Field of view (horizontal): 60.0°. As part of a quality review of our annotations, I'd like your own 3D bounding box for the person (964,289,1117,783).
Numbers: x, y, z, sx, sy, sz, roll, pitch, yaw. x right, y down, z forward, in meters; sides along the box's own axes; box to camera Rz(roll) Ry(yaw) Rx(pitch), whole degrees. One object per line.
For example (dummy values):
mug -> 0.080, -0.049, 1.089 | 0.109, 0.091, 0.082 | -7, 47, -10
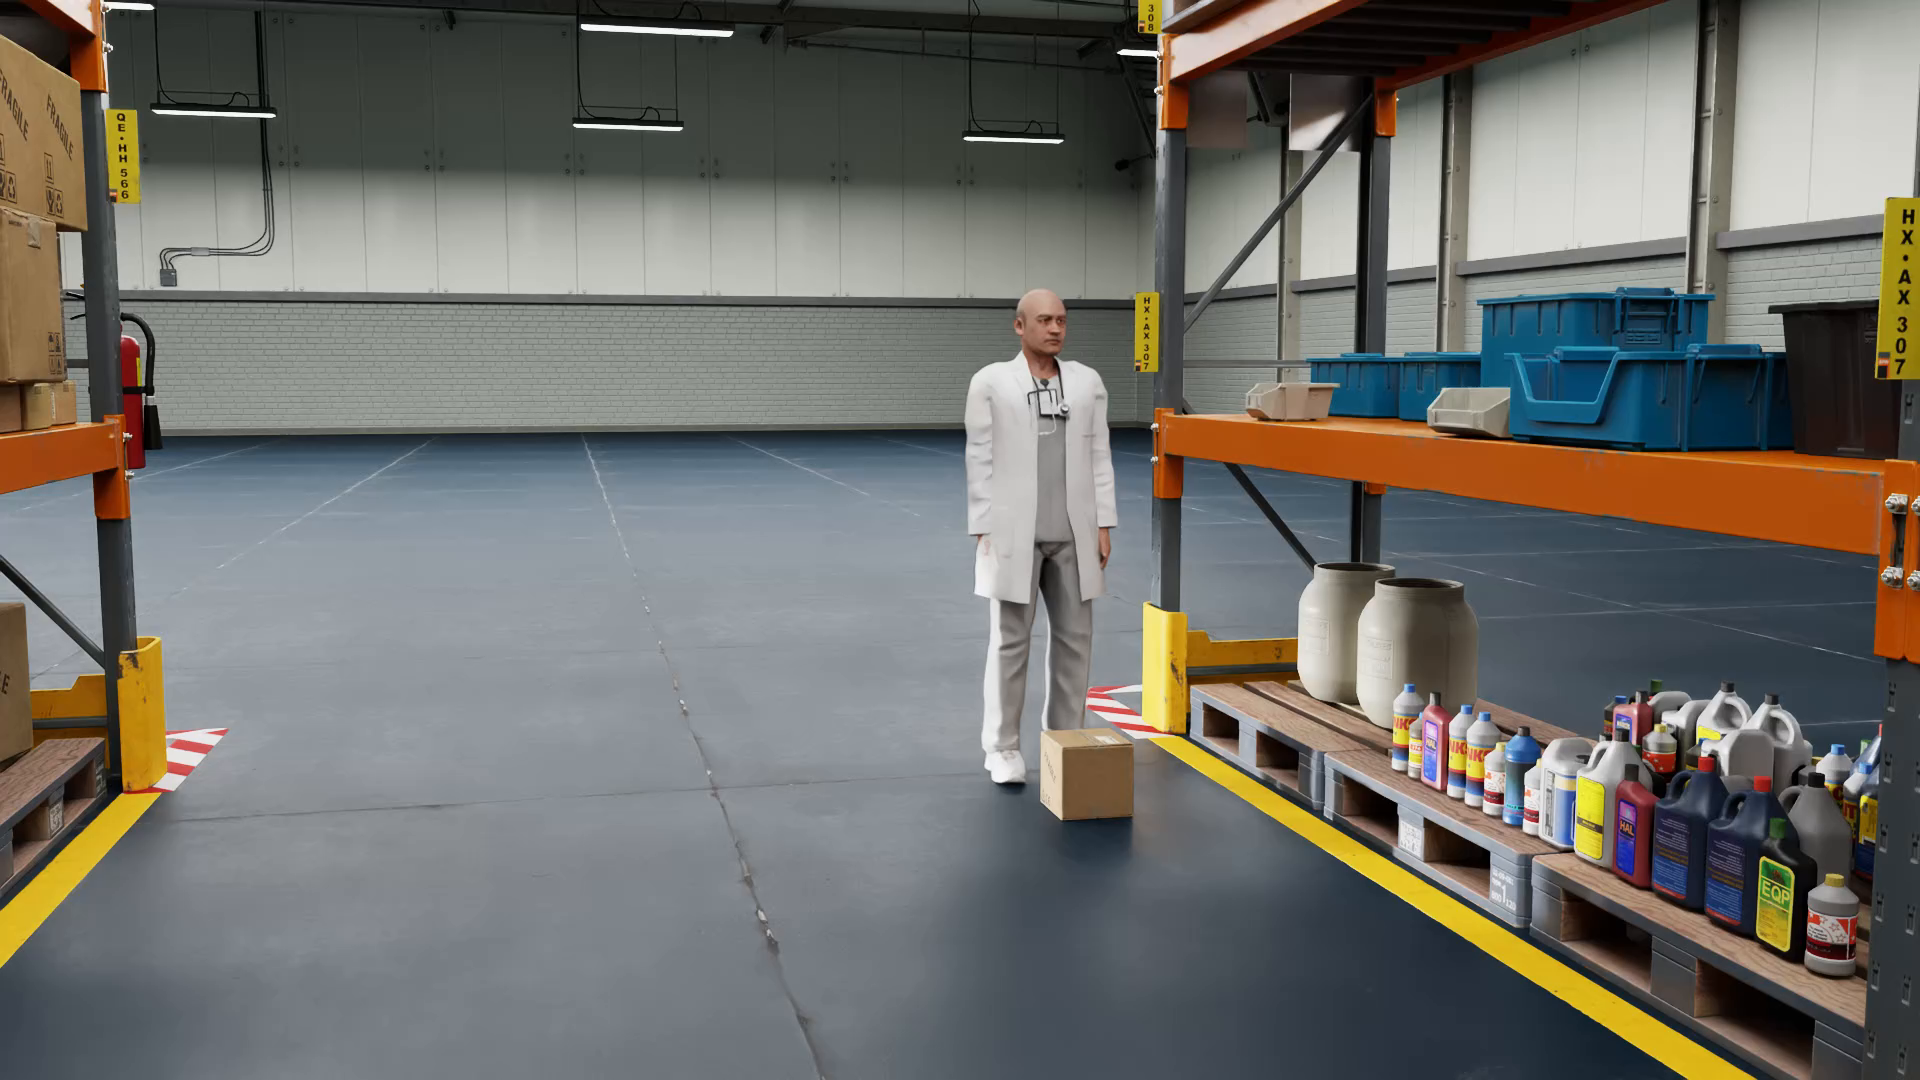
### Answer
person -> 0.306, -0.017, 6.049 | 0.561, 1.779, 0.376 | -2, 6, -15
